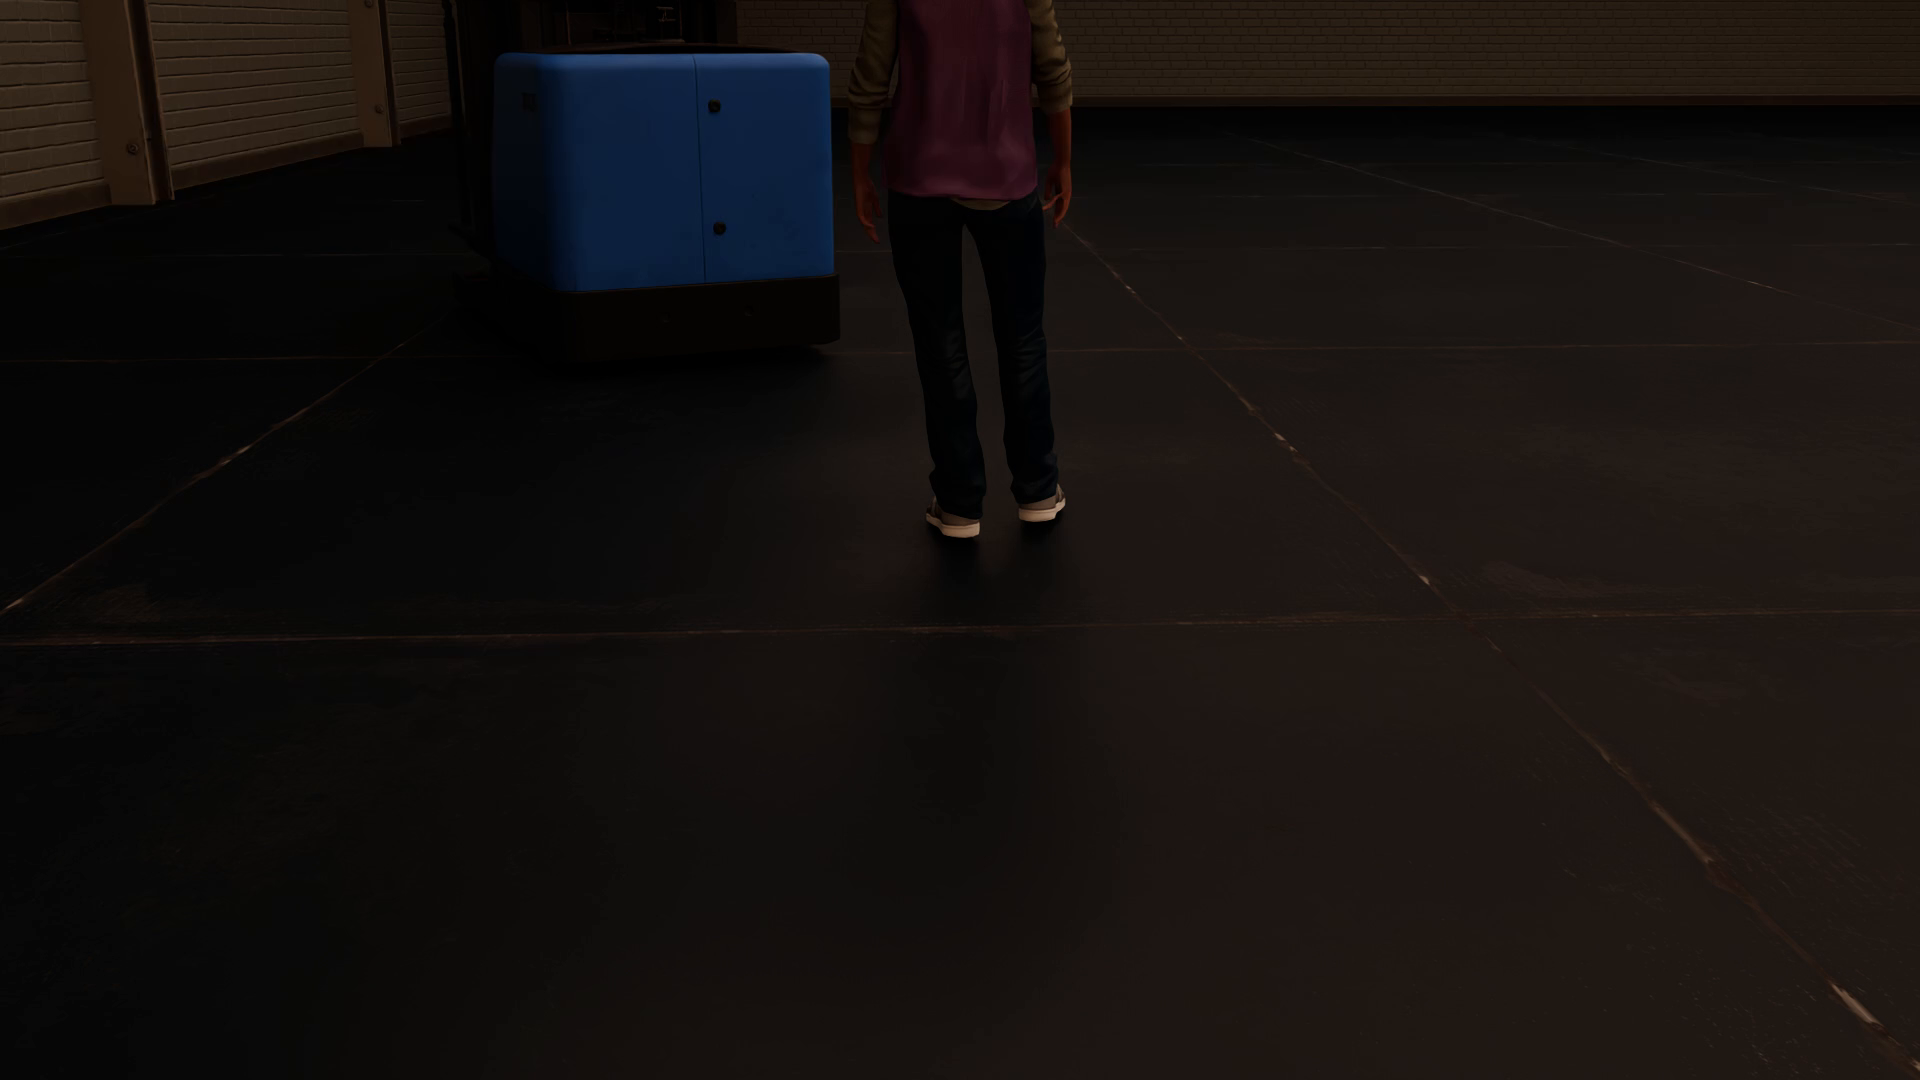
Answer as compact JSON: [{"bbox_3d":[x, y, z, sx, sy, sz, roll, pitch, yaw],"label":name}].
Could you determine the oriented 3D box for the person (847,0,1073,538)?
[{"bbox_3d":[0.010,-0.792,3.755,0.521,1.599,0.473,-1,17,-3],"label":"person"}]

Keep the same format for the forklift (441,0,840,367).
[{"bbox_3d":[-1.531,-2.386,6.706,1.130,2.935,3.031,-8,19,-25],"label":"forklift"}]
